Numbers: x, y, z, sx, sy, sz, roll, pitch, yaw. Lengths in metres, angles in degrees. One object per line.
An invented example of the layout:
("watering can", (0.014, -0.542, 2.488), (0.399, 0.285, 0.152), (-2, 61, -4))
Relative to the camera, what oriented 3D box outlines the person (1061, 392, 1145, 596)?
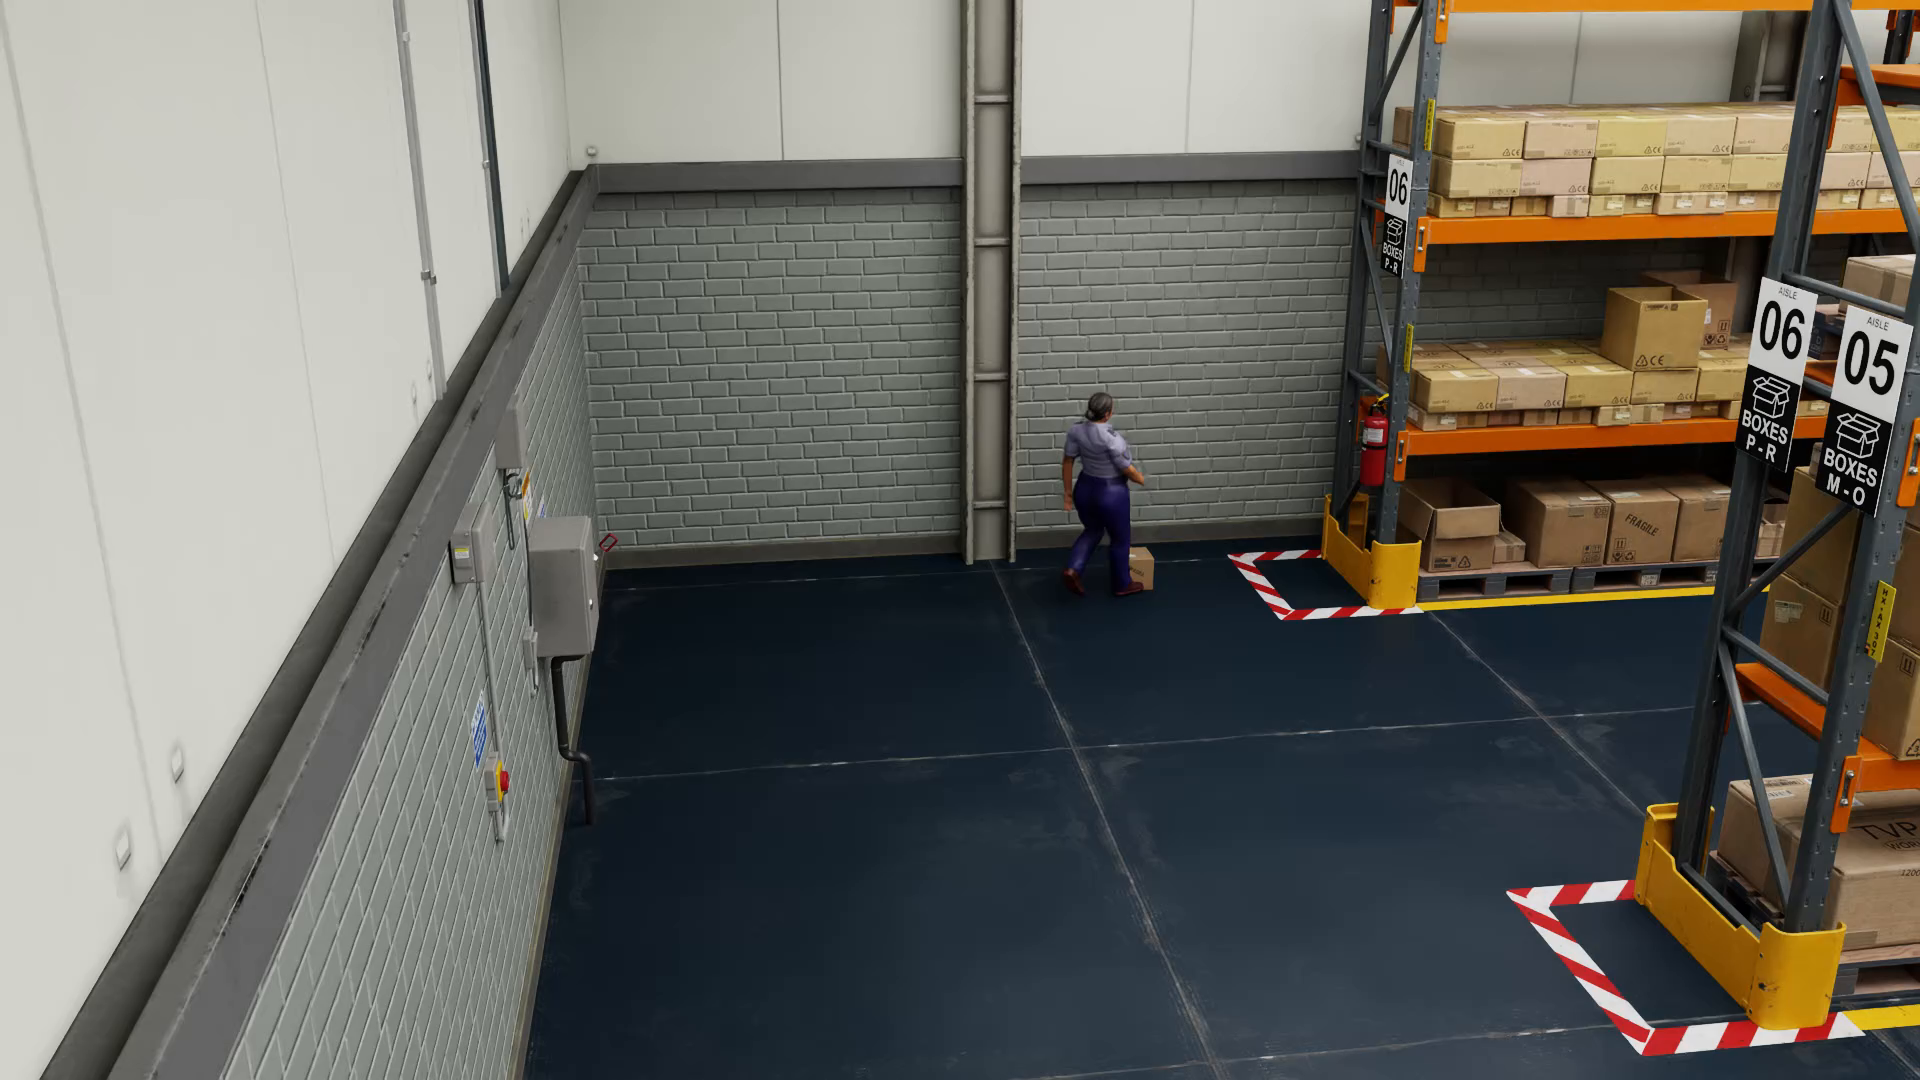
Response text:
("person", (1.065, -0.334, 12.031), (0.546, 1.605, 0.717), (16, 26, 38))
